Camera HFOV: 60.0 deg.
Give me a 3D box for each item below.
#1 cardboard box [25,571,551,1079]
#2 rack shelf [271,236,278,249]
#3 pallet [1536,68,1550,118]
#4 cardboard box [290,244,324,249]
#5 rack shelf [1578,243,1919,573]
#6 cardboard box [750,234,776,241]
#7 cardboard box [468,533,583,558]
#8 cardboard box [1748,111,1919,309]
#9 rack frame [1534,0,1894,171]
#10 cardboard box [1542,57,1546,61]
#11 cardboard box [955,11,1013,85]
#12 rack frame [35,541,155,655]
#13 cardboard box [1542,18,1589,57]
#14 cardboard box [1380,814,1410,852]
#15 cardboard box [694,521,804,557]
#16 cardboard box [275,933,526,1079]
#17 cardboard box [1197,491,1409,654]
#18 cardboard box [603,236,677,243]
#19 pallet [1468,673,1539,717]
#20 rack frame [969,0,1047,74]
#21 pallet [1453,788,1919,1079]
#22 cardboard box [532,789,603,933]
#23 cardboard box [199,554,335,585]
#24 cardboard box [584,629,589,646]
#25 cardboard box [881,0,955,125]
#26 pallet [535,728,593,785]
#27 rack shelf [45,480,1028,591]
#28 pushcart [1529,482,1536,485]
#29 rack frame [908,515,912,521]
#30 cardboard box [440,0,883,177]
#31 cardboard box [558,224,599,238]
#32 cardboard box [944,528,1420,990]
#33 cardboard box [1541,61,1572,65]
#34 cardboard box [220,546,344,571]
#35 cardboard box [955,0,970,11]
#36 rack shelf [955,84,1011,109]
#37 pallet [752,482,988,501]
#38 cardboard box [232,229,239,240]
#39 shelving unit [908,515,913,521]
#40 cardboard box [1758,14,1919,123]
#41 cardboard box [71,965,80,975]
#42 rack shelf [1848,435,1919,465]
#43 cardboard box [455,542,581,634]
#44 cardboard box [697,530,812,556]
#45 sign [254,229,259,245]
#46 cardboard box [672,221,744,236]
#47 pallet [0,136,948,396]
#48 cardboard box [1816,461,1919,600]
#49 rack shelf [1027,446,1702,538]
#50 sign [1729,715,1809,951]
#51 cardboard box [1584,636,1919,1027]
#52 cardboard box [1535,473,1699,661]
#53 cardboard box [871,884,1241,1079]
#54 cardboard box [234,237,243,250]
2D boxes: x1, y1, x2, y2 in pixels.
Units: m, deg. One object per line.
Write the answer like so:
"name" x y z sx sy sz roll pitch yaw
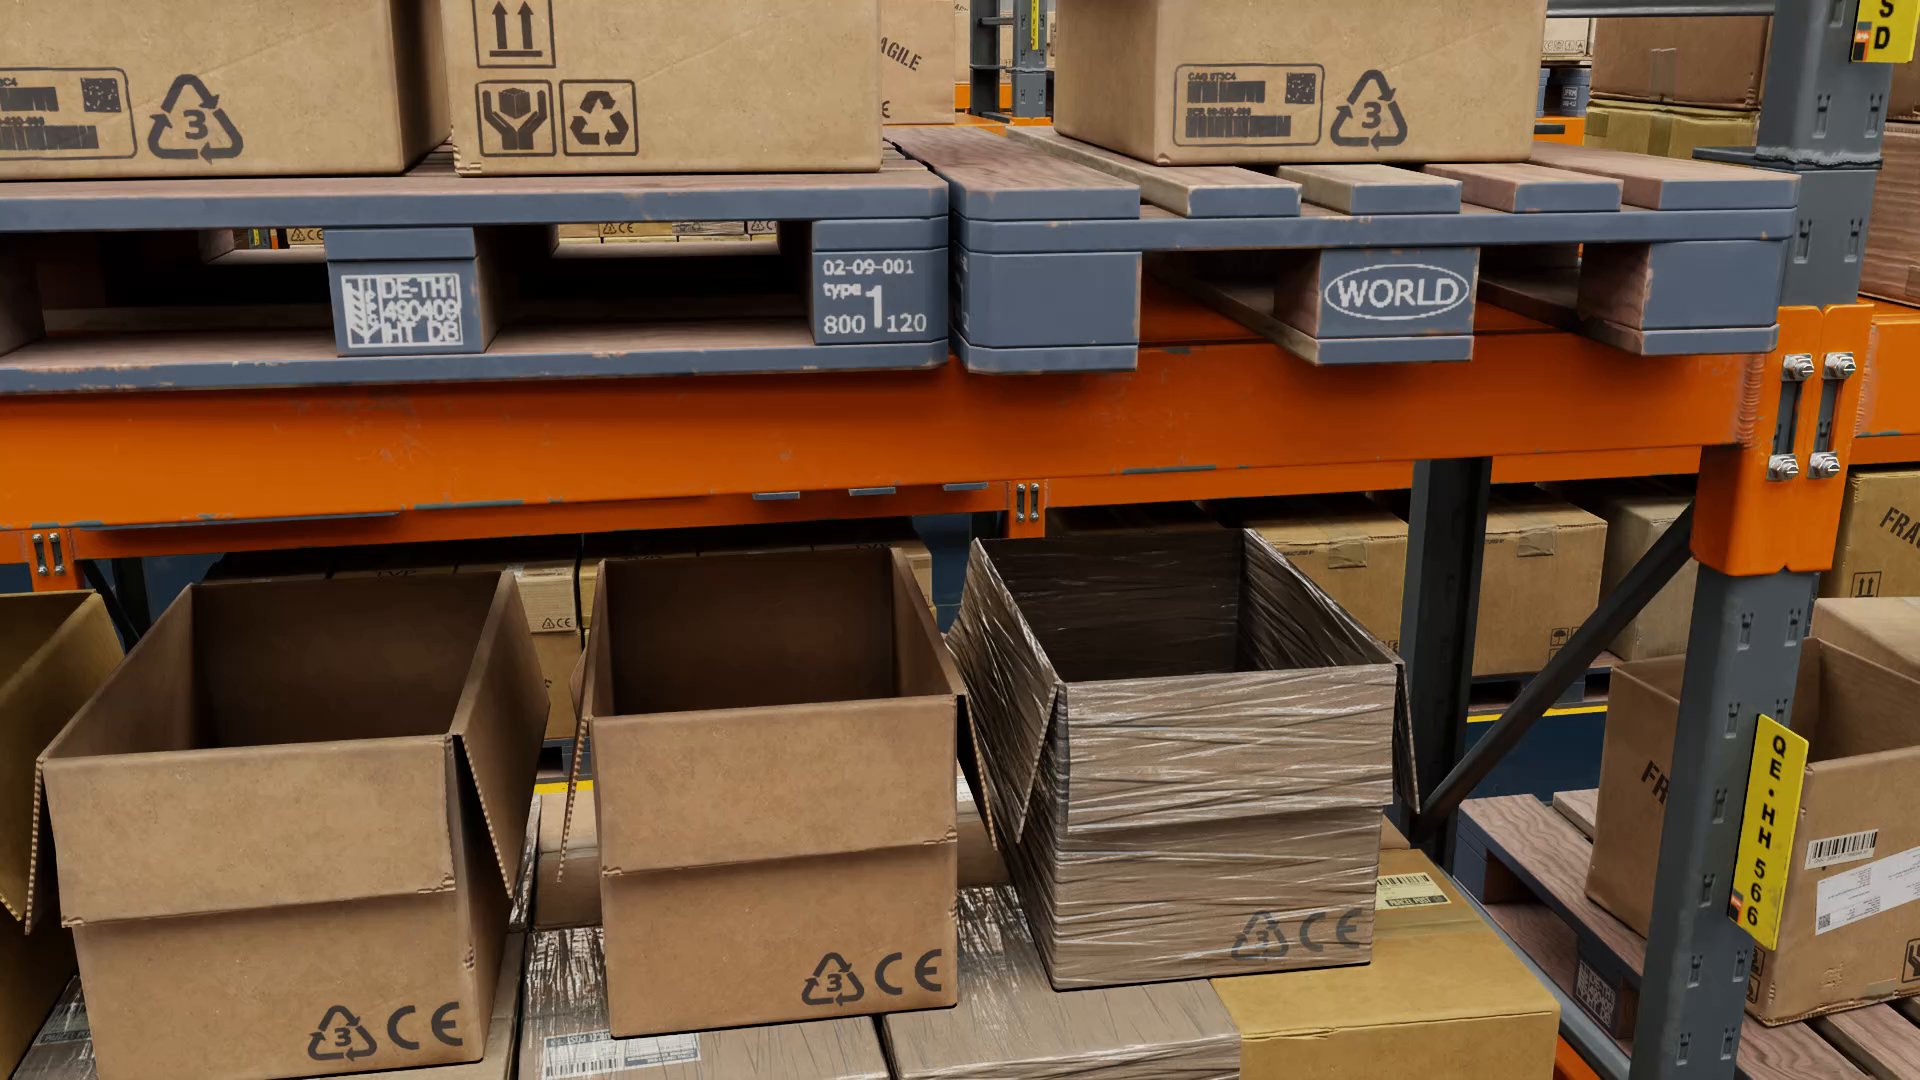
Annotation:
"cardboard box" -0.976 0.395 2.539 0.637 0.503 0.797 -3 17 -9
"rack shelf" -7.674 -2.798 16.038 4.000 0.370 1.077 -3 17 -10
"pallet" 1.920 -2.082 7.694 1.213 0.211 1.003 -2 17 -8
"cardboard box" -4.279 -1.933 11.401 0.500 0.250 0.500 -4 17 -12
"rack shelf" 3.006 -0.390 3.089 4.000 0.370 1.077 -3 17 -10
"cardboard box" -1.265 -2.113 11.985 0.500 0.250 0.500 -3 17 -11
"cardboard box" -2.020 0.062 7.767 0.500 0.250 0.500 -4 18 -13
"cardboard box" 1.552 -0.504 2.489 0.500 0.250 0.500 -3 17 -9
"rack frame" 1.043 -2.056 2.181 0.127 3.000 1.000 -3 17 -10
"cardboard box" 4.079 -3.750 12.551 0.500 0.250 0.500 -3 17 -11
"cardboard box" 0.095 -3.577 12.070 0.500 0.500 0.700 -3 17 -10
"rack frame" -3.727 -0.401 7.010 0.127 3.000 1.000 -3 17 -10
"cardboard box" 2.449 -2.326 7.432 0.500 0.311 0.500 -4 17 -12
"cardboard box" 0.514 0.712 3.214 0.500 0.500 0.500 -3 17 -9
"cardboard box" -1.020 0.008 7.940 0.500 0.250 0.500 -3 17 -11
"cardboard box" -0.895 0.946 2.451 0.500 0.500 0.500 -3 17 -9
"cardboard box" 1.674 0.193 8.191 0.750 0.750 1.050 -3 17 -10
"cardboard box" -2.266 -2.049 11.776 0.500 0.250 0.500 -4 17 -12
"pallet" 2.185 0.620 8.435 1.213 0.211 1.003 -3 17 -10
"rack frame" 0.201 -3.492 6.854 0.127 3.000 1.000 -3 17 -10
"pallet" 1.722 0.833 3.319 1.003 0.211 1.213 -3 17 -10
"cardboard box" -0.495 0.771 3.022 0.500 0.500 0.500 -4 17 -11
"cardboard box" -2.951 0.269 7.091 0.500 0.250 0.500 -4 18 -13
"cardboard box" -1.422 0.544 7.474 0.500 0.500 0.500 -4 18 -13
"cardboard box" -0.312 -2.001 6.938 0.500 0.500 0.500 -3 17 -10
"pallet" -1.762 0.819 7.786 1.213 0.211 1.003 -3 17 -10
"rack shelf" -1.763 -0.169 7.478 4.000 0.370 1.077 -3 17 -10
"pushcart" 3.572 -0.360 11.342 0.936 0.377 1.648 -10 20 -29
"rack frame" -0.353 -0.697 10.526 0.023 1.500 0.400 -3 17 -10
"cardboard box" -0.373 -0.743 2.127 0.500 0.500 0.500 -2 17 -7
"cardboard box" -2.785 -2.384 11.592 0.500 0.500 0.500 -4 17 -11
"cardboard box" 0.322 0.320 2.782 0.637 0.503 0.797 -3 17 -9
"cardboard box" 4.450 -3.587 12.701 0.250 0.149 0.380 -4 17 -12
"cardboard box" -3.043 0.120 7.577 0.500 0.250 0.500 -4 17 -12
"cardboard box" -0.026 -5.233 16.576 0.500 0.500 0.500 -3 17 -9
"rack shelf" 1.126 -3.247 12.391 4.000 0.370 1.077 -3 17 -10
"pallet" -0.479 -0.462 7.534 1.003 0.211 1.213 -3 17 -10
"cardboard box" -5.176 -2.243 11.131 0.500 0.500 0.500 -3 17 -11
"shelving unit" 0.007 -0.717 10.593 0.755 1.500 0.431 -3 17 -10
"cardboard box" 1.553 -0.861 2.377 0.500 0.500 0.500 -3 17 -10
"cardboard box" -1.479 0.825 2.847 0.500 0.500 0.500 -3 17 -11
"rack shelf" 6.092 -0.614 8.929 4.000 0.370 1.077 -3 17 -10
"cardboard box" -1.927 0.212 7.278 0.500 0.250 0.500 -3 17 -8
"cardboard box" -0.915 0.157 7.458 0.500 0.250 0.500 -3 17 -10
"sign" -4.658 -2.114 10.978 0.005 0.325 0.100 -3 17 -10
"cardboard box" -1.798 -2.436 11.761 0.500 0.500 0.500 -3 17 -9
"pallet" -0.677 -0.418 2.277 1.213 0.211 1.003 -2 17 -8
"cardboard box" 4.759 -0.047 8.759 0.875 0.875 0.875 -3 17 -10
"rack shelf" 2.165 -0.392 8.203 4.000 0.370 1.077 -3 17 -10
"sign" 1.151 0.418 2.371 0.005 0.325 0.100 -3 17 -10
"cardboard box" 1.565 0.521 3.121 0.500 0.500 0.500 -5 18 -17
"cardboard box" 3.536 0.088 8.532 0.750 0.750 1.050 -3 17 -11
"cardboard box" 0.114 0.889 2.640 0.500 0.500 0.500 -3 17 -11
"cardboard box" -5.172 -1.771 11.299 0.500 0.500 0.500 -3 17 -10
